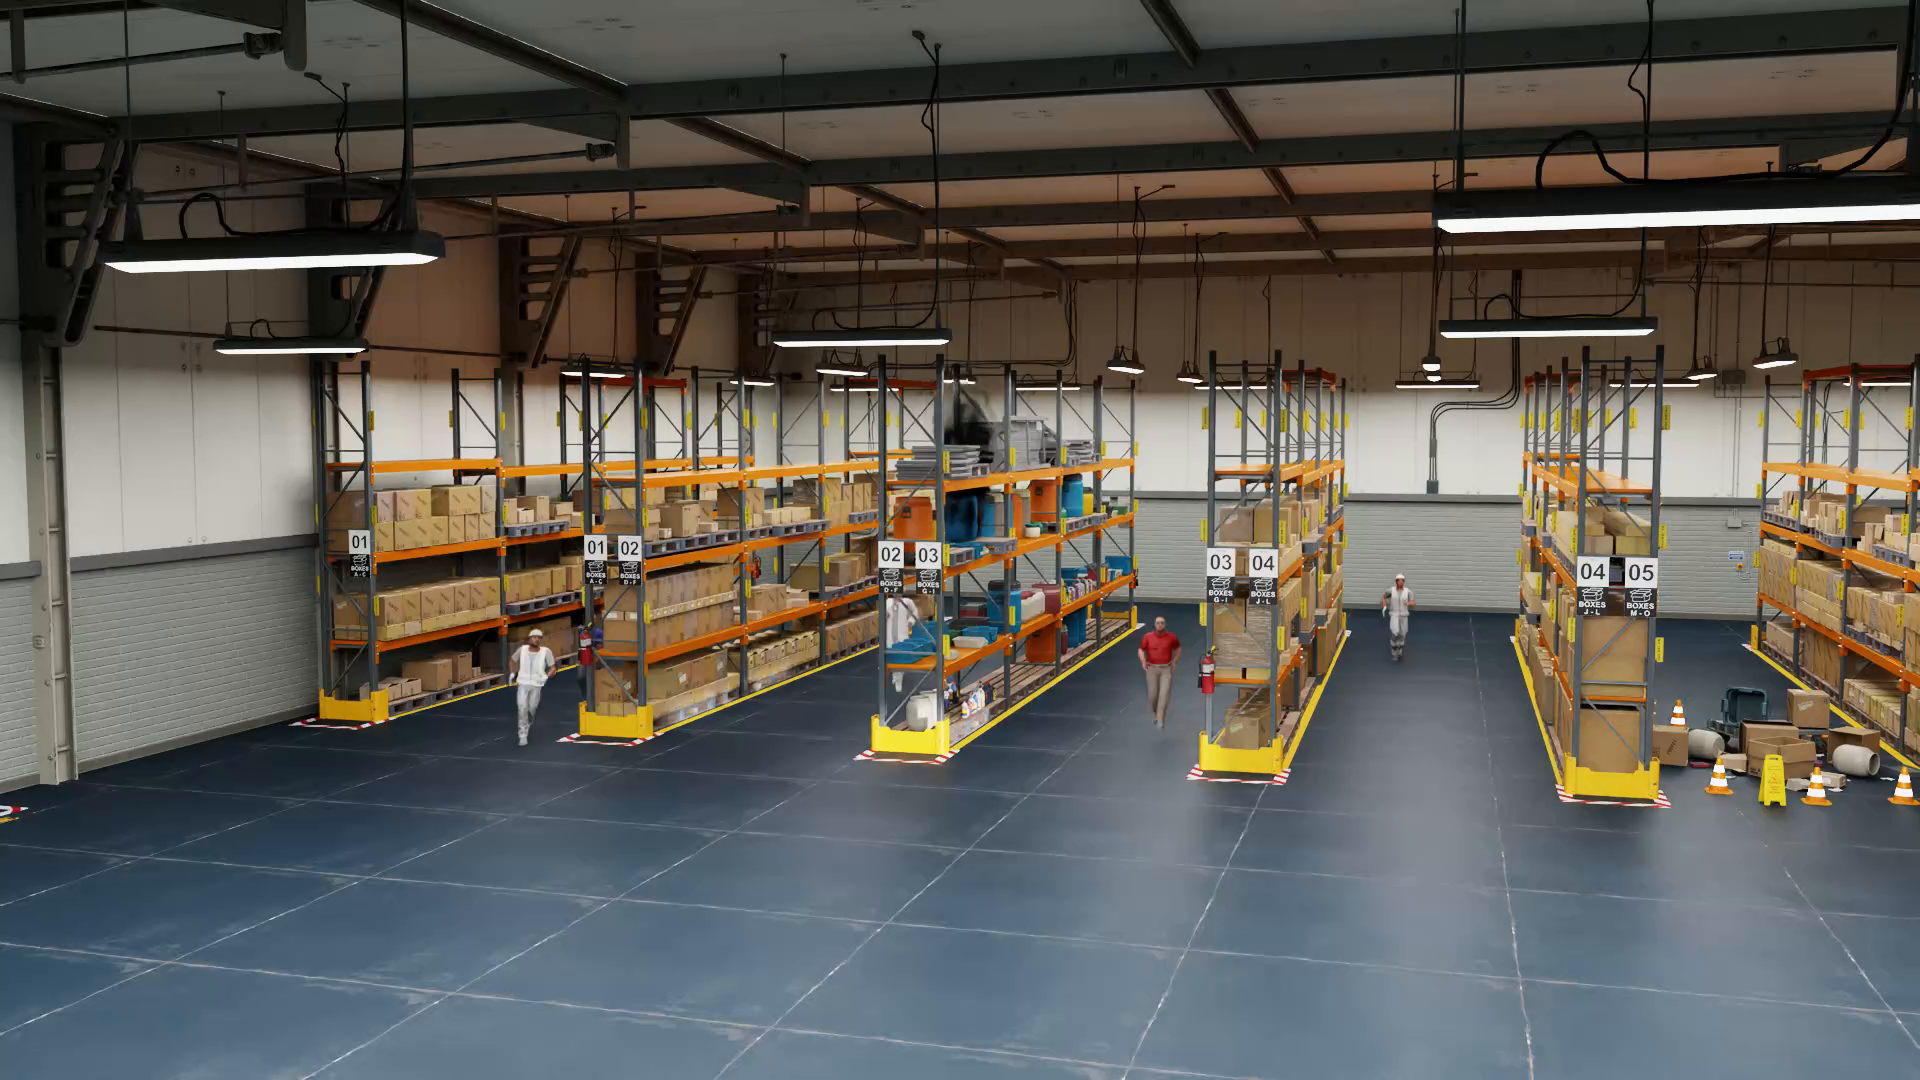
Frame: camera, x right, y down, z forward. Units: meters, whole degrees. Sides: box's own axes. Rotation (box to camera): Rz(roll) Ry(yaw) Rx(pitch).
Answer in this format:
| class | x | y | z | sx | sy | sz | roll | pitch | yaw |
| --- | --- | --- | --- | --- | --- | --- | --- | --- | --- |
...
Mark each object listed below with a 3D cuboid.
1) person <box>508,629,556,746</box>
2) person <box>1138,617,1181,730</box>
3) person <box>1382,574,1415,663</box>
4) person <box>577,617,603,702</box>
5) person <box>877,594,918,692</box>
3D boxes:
| class | x | y | z | sx | sy | sz | roll | pitch | yaw |
| --- | --- | --- | --- | --- | --- | --- | --- | --- | --- |
| person | -6.694 | 2.273 | 26.031 | 0.722 | 1.767 | 0.809 | -1 | 4 | -15 |
| person | 3.091 | 2.039 | 25.720 | 0.662 | 1.712 | 0.699 | 0 | 4 | 6 |
| person | 9.145 | 1.632 | 34.674 | 0.643 | 1.846 | 0.774 | 0 | 4 | 5 |
| person | -6.470 | 2.111 | 29.038 | 0.536 | 1.690 | 0.801 | 1 | 4 | 8 |
| person | -1.130 | 1.713 | 29.503 | 0.685 | 1.862 | 0.798 | 1 | 4 | 8 |
